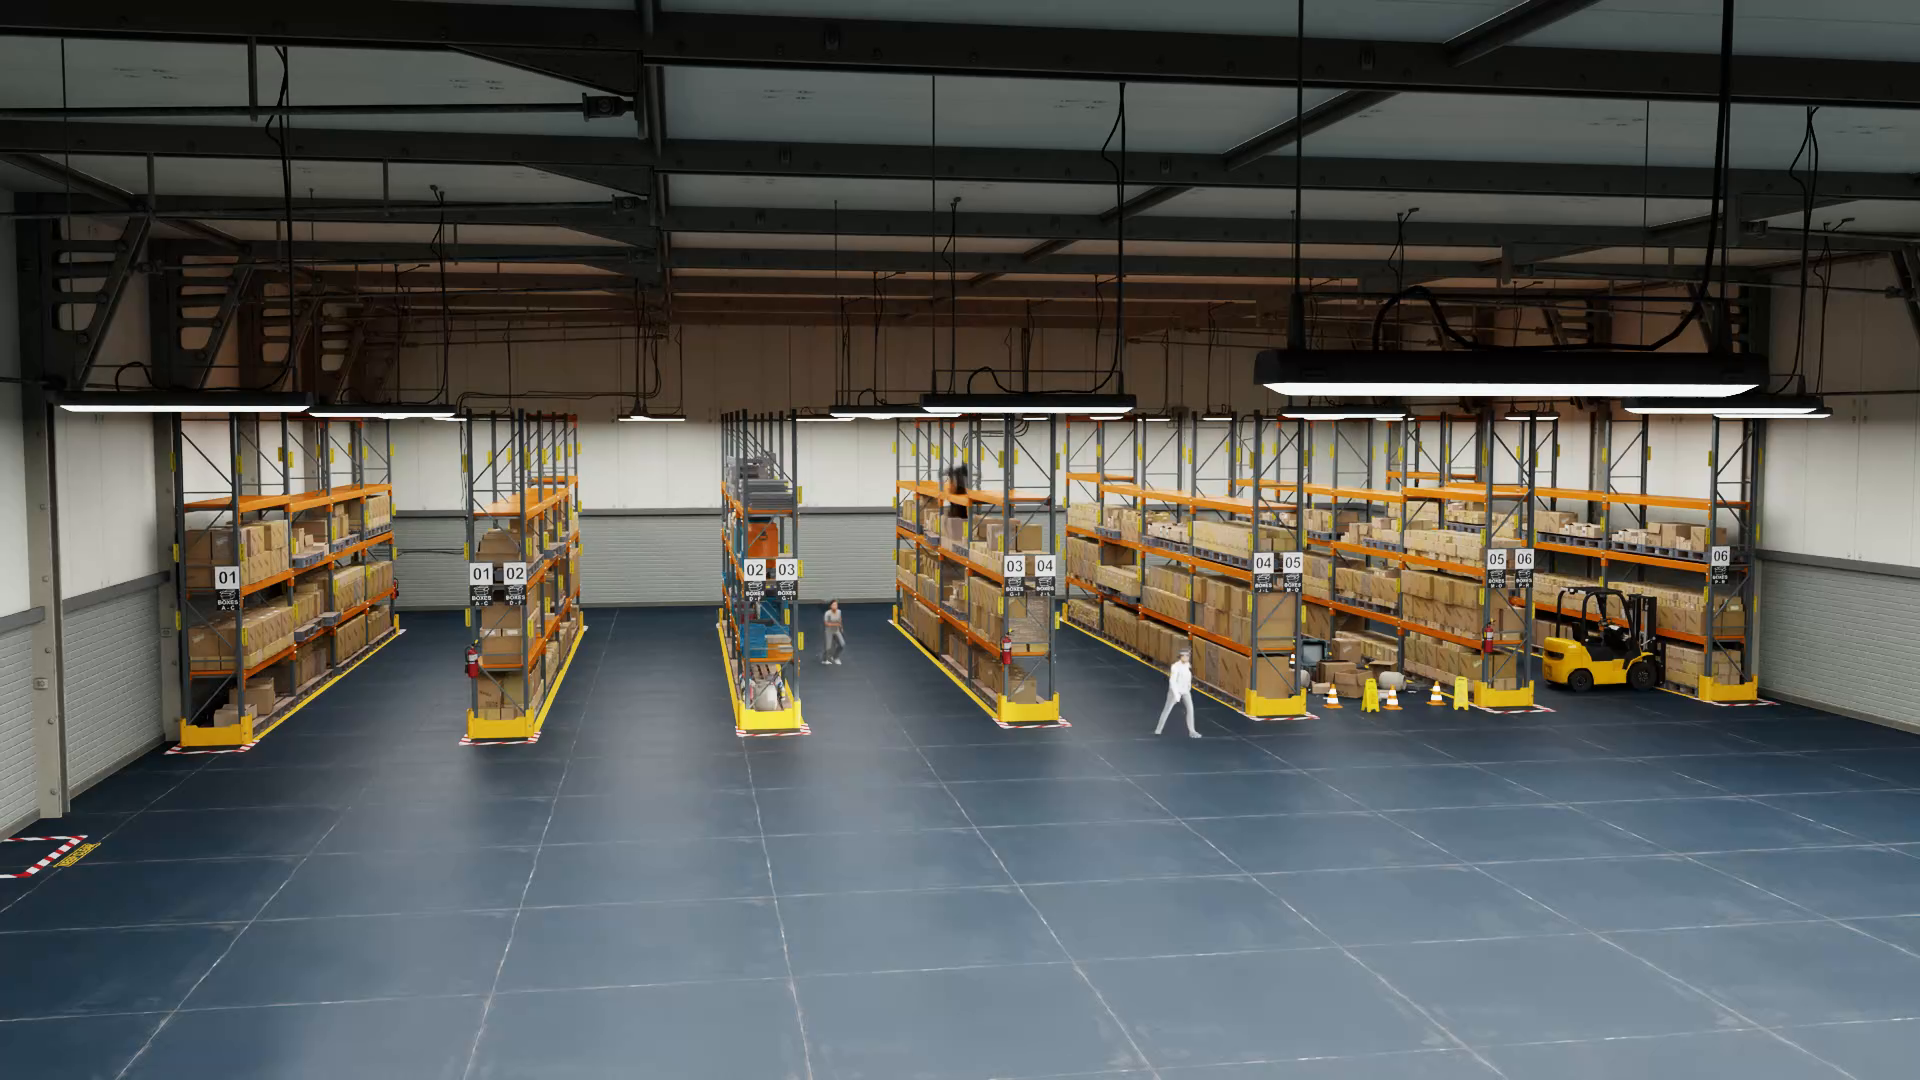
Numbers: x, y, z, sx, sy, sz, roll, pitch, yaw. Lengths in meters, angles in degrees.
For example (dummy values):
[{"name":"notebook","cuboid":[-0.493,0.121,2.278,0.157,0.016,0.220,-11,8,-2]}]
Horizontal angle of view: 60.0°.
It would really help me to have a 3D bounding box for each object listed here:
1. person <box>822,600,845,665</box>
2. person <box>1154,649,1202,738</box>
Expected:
[{"name":"person","cuboid":[-2.998,2.185,39.289,0.572,1.570,0.886,-2,5,-32]},{"name":"person","cuboid":[3.998,2.781,30.414,0.661,1.615,0.849,-2,5,-32]}]
